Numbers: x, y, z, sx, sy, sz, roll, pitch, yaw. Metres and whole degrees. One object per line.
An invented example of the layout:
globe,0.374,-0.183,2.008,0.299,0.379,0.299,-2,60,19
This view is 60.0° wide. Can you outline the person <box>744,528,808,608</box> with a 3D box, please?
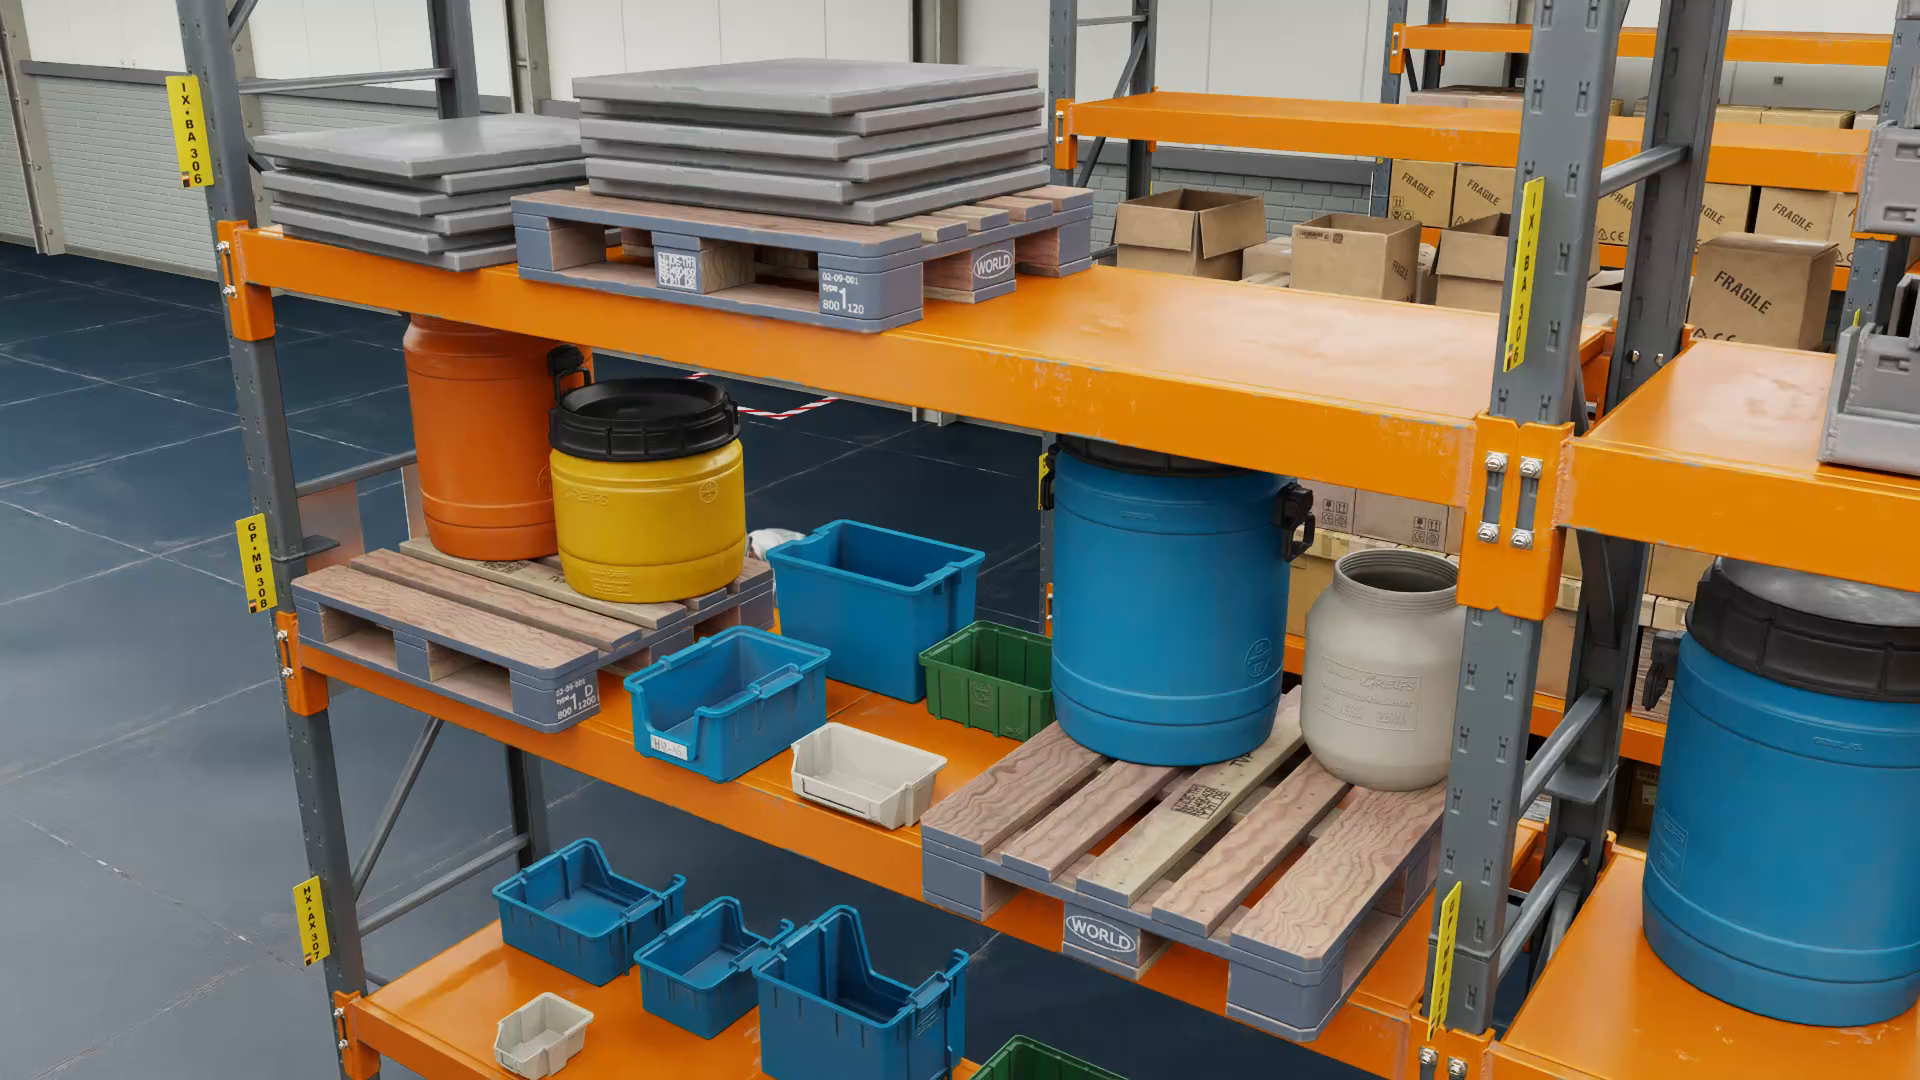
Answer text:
person,-1.417,0.319,12.202,0.462,0.982,0.907,12,23,30
